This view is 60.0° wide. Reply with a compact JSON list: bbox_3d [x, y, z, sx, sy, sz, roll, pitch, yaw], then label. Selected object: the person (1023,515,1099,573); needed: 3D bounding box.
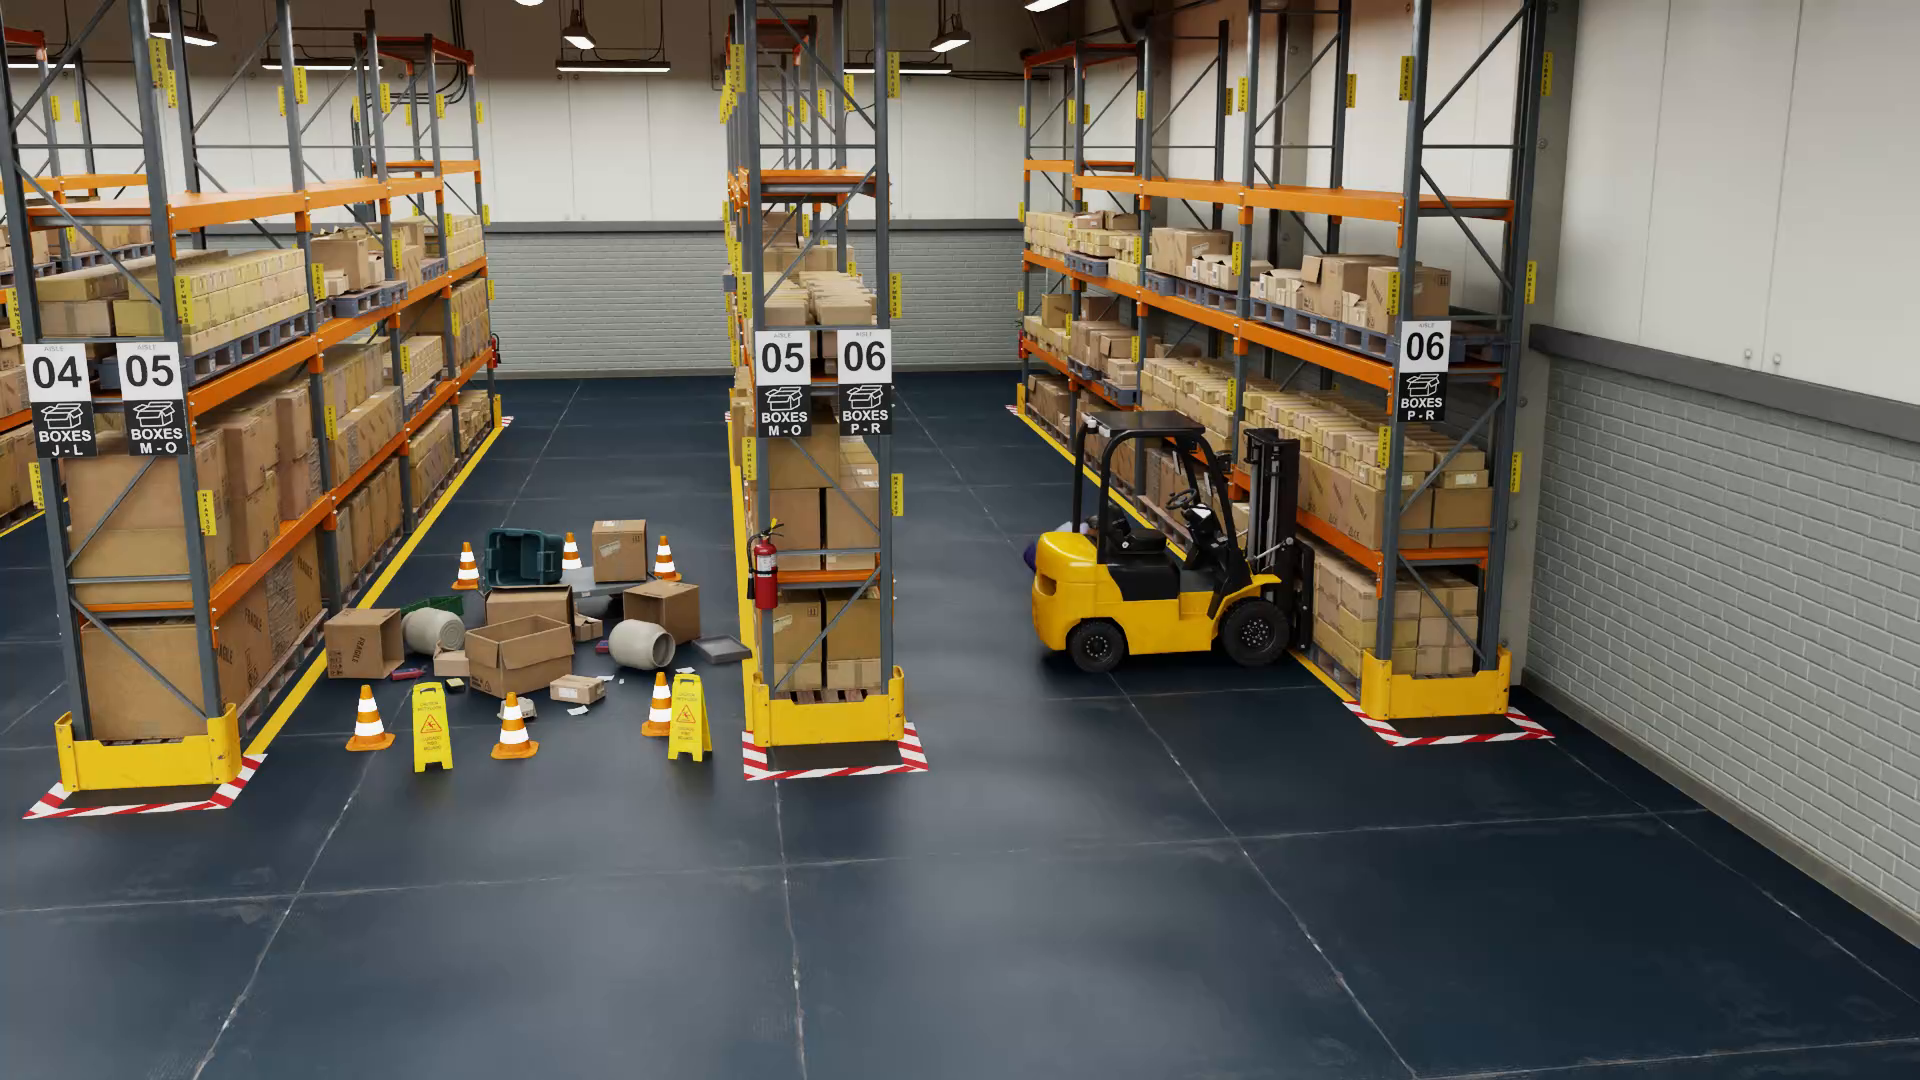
[{"bbox_3d":[1.063,0.232,16.606,0.860,0.938,0.511,-2,13,-10],"label":"person"}]
